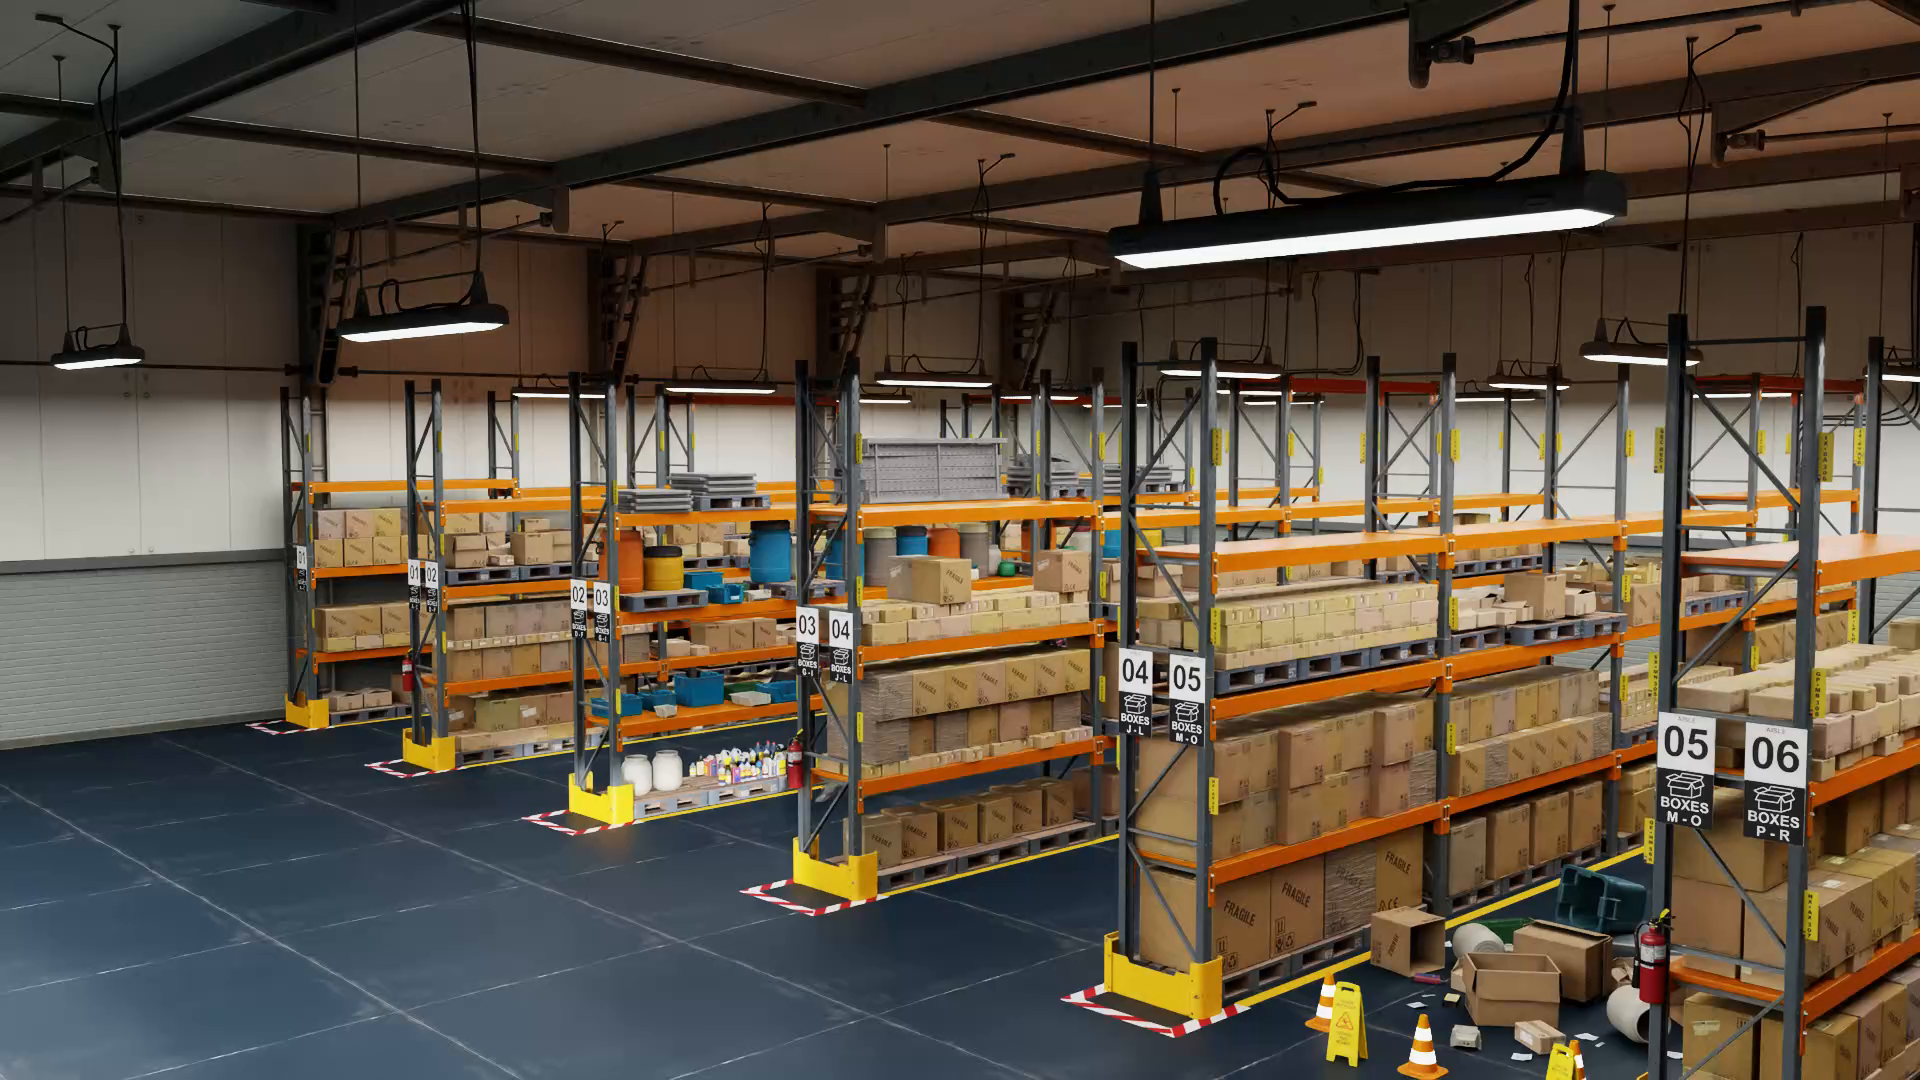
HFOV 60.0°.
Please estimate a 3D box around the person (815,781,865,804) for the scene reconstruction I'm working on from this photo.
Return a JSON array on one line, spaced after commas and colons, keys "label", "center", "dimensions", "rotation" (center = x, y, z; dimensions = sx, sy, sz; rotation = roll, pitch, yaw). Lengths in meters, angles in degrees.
[{"label": "person", "center": [-1.552, 2.856, 23.174], "dimensions": [0.781, 1.645, 0.686], "rotation": [-3, 5, -43]}]
